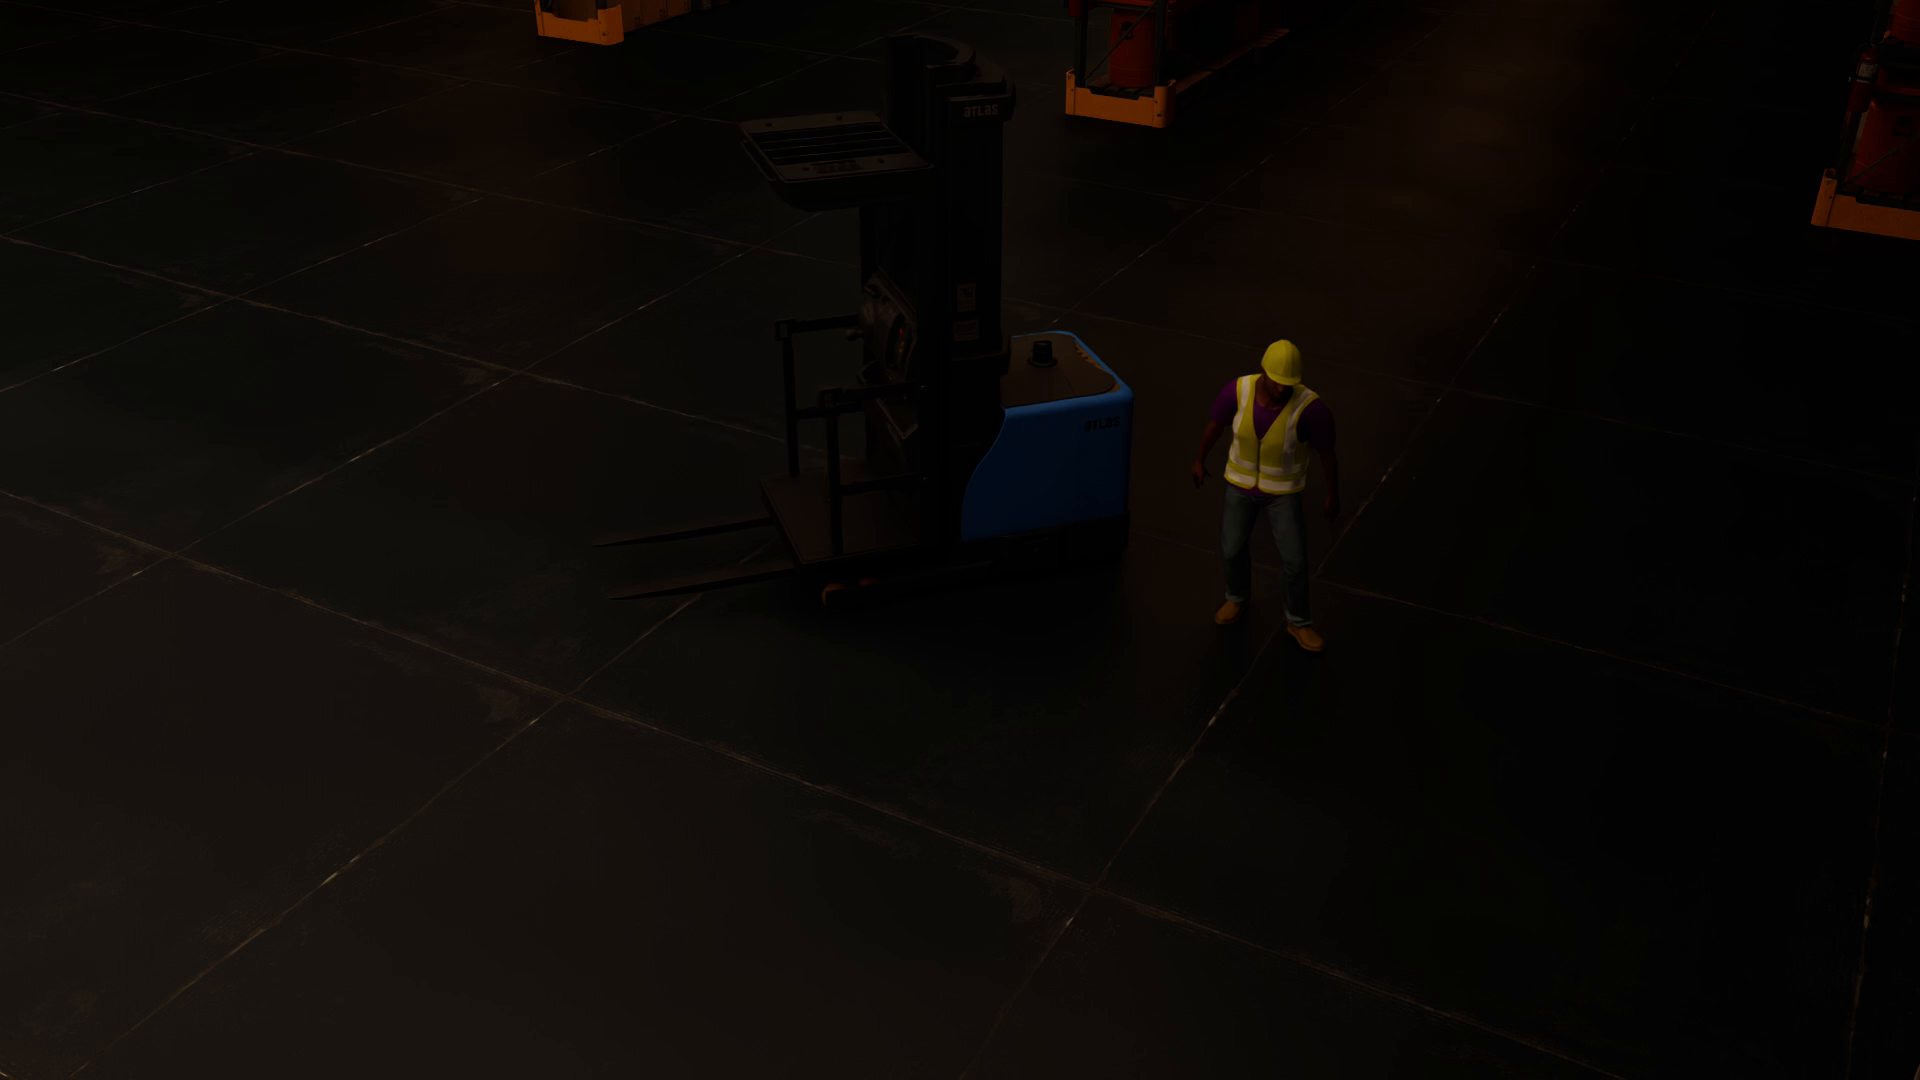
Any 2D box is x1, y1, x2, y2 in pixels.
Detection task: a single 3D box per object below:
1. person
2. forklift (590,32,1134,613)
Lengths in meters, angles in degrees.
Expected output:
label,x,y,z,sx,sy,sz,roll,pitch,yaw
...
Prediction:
label,x,y,z,sx,sy,sz,roll,pitch,yaw
person,1.608,-0.275,8.758,0.878,1.731,0.466,13,33,22
forklift,-0.584,-1.160,9.080,3.031,2.935,1.130,-10,31,-16
